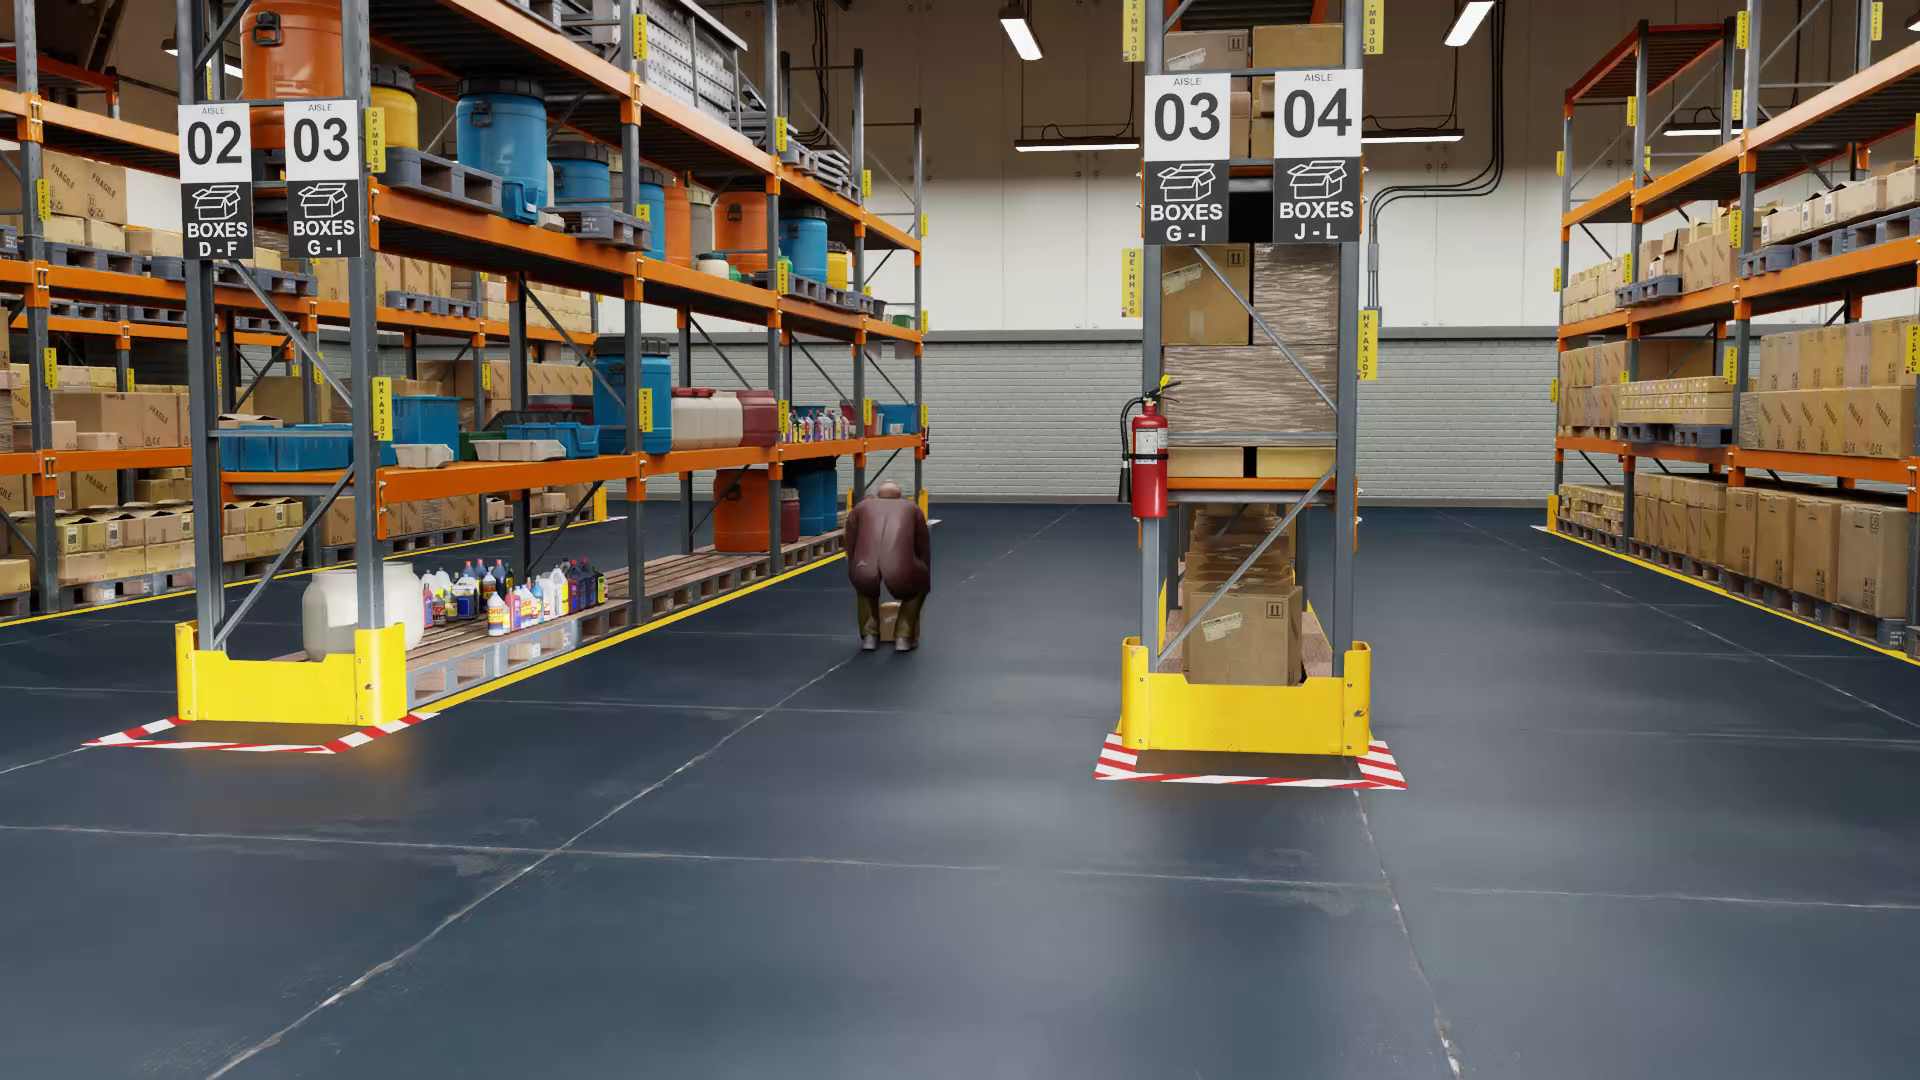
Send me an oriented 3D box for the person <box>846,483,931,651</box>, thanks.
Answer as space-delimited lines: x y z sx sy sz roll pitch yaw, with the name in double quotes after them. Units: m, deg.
-0.512 0.181 11.511 0.620 1.125 0.852 1 4 9 "person"
